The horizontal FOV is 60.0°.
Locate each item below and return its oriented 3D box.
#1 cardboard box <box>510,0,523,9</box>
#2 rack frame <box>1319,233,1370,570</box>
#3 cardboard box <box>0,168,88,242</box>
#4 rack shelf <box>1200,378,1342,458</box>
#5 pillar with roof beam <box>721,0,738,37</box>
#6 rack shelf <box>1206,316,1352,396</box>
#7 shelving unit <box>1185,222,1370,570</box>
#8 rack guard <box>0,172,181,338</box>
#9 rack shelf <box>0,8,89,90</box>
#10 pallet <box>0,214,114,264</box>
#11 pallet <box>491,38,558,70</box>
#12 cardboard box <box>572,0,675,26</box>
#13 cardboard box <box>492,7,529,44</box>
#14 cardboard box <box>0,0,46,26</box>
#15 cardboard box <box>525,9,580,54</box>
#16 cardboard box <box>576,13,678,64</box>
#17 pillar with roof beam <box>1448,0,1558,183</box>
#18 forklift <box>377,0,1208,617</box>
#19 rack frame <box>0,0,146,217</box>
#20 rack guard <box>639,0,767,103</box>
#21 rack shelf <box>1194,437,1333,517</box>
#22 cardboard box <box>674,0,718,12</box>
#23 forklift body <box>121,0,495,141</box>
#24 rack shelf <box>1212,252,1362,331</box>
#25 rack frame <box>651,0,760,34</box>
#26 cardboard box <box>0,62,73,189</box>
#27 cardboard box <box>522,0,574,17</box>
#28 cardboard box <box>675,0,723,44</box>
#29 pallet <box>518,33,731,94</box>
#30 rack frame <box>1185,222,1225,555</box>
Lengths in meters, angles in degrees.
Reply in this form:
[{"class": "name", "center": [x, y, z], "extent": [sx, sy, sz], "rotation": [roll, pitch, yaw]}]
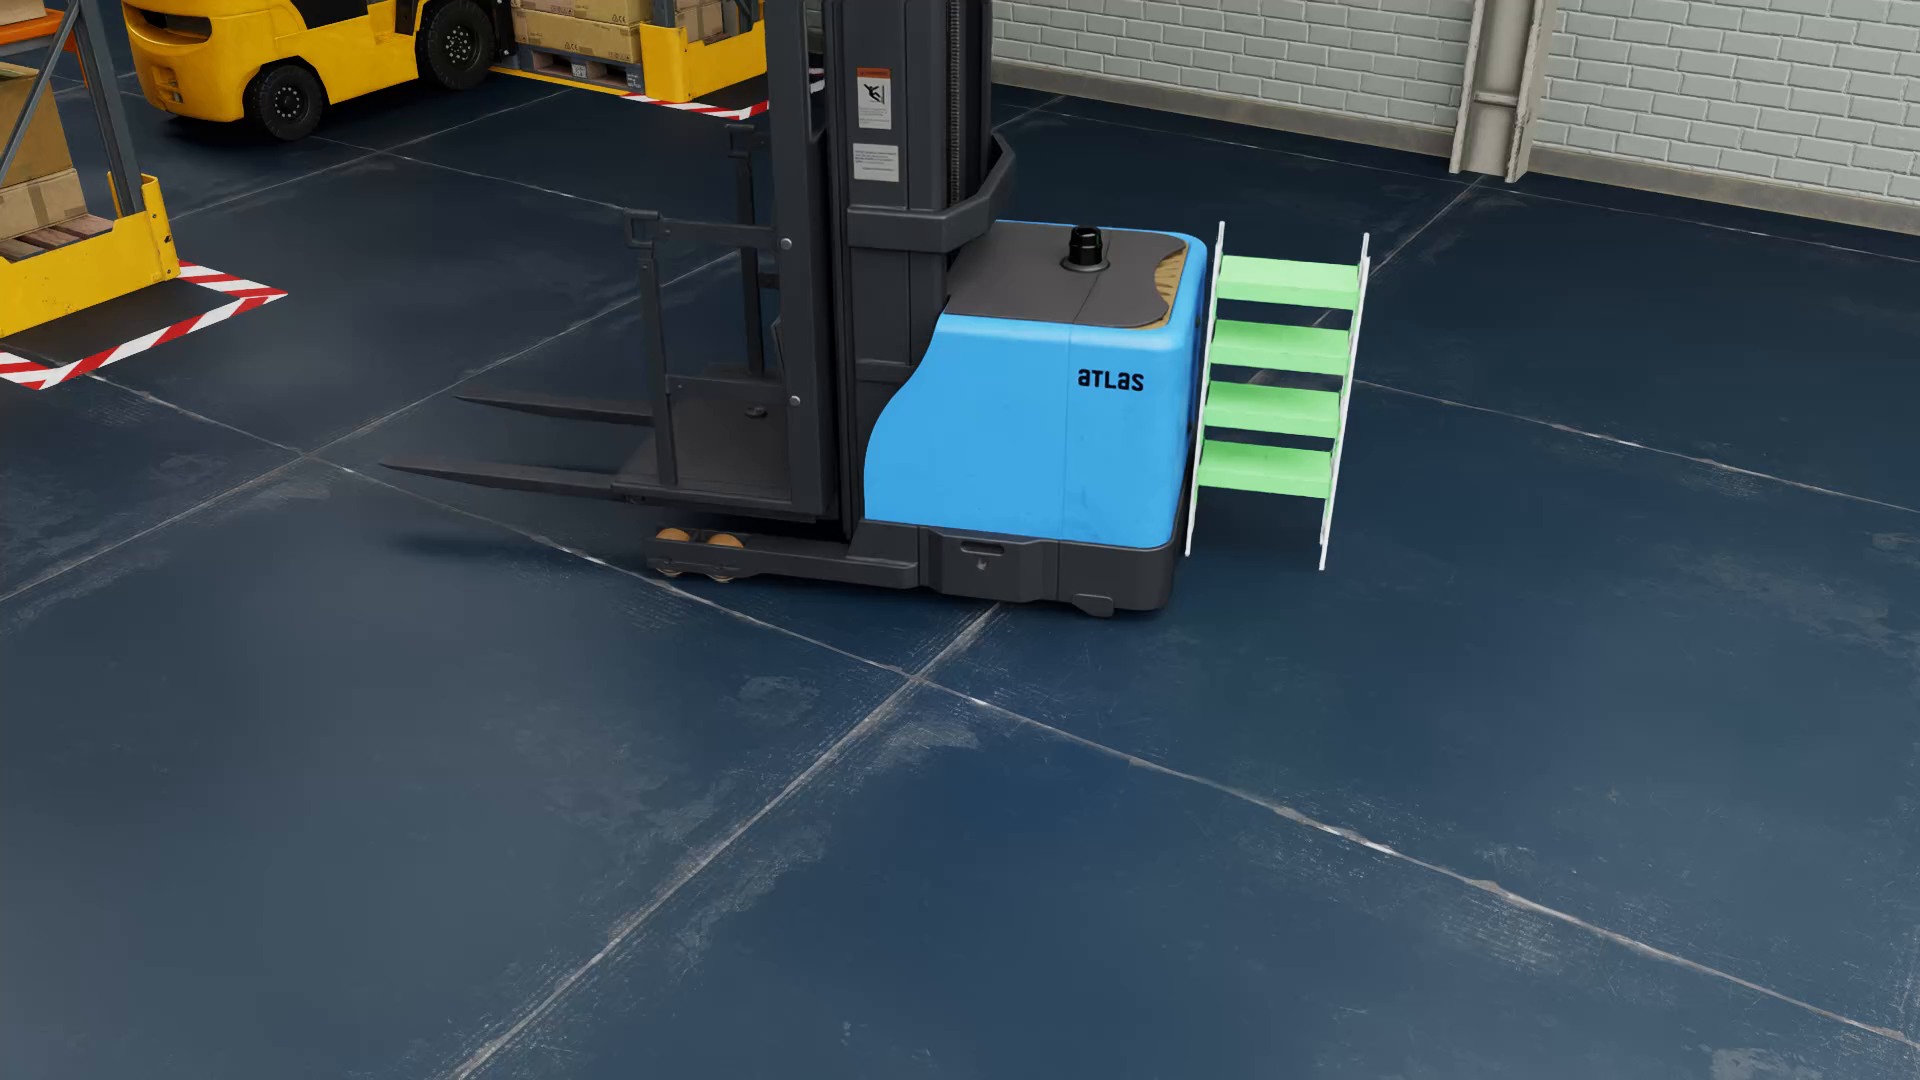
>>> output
[{"class": "cardboard box", "center": [-3.211, -4.048, 12.028], "extent": [0.500, 0.250, 0.500], "rotation": [17, 34, 26]}, {"class": "rack frame", "center": [1.351, -0.467, 5.859], "extent": [0.015, 1.200, 0.240], "rotation": [6, 31, 9]}, {"class": "cardboard box", "center": [-4.937, -1.782, 8.639], "extent": [0.500, 0.250, 0.500], "rotation": [17, 34, 27]}, {"class": "rack shelf", "center": [1.110, -0.439, 5.930], "extent": [0.480, 0.148, 0.258], "rotation": [6, 31, 9]}, {"class": "pillar with roof beam", "center": [-4.164, -5.899, 7.431], "extent": [0.400, 9.000, 9.100], "rotation": [18, 35, 27]}, {"class": "rack shelf", "center": [1.114, -0.646, 5.808], "extent": [0.480, 0.148, 0.258], "rotation": [6, 31, 9]}, {"class": "shelving unit", "center": [1.111, -0.494, 5.897], "extent": [0.503, 1.200, 0.258], "rotation": [6, 31, 9]}, {"class": "rack guard", "center": [-4.465, -1.395, 8.144], "extent": [0.348, 0.500, 1.175], "rotation": [18, 35, 27]}, {"class": "rack shelf", "center": [-6.095, -2.679, 8.579], "extent": [4.000, 0.370, 1.077], "rotation": [18, 35, 27]}, {"class": "pallet", "center": [-5.134, -1.503, 8.616], "extent": [1.213, 0.211, 1.003], "rotation": [18, 35, 27]}, {"class": "pallet", "center": [-3.464, -3.883, 12.697], "extent": [1.213, 0.211, 1.003], "rotation": [18, 35, 27]}, {"class": "cardboard box", "center": [-2.343, -3.780, 11.568], "extent": [0.500, 0.250, 0.500], "rotation": [17, 34, 27]}, {"class": "cardboard box", "center": [-3.166, -3.833, 12.156], "extent": [0.500, 0.250, 0.500], "rotation": [18, 35, 28]}, {"class": "cardboard box", "center": [-4.578, -2.525, 7.850], "extent": [0.250, 0.149, 0.380], "rotation": [18, 35, 28]}, {"class": "cardboard box", "center": [-2.747, -3.695, 11.920], "extent": [0.500, 0.250, 0.500], "rotation": [18, 35, 27]}, {"class": "cardboard box", "center": [-2.331, -3.558, 11.684], "extent": [0.500, 0.250, 0.500], "rotation": [18, 35, 28]}, {"class": "pillar with roof beam", "center": [0.918, -4.291, 4.675], "extent": [0.400, 9.000, 9.100], "rotation": [18, 35, 27]}, {"class": "forklift", "center": [-0.665, -1.371, 5.691], "extent": [3.031, 2.935, 1.130], "rotation": [6, 31, 10]}, {"class": "rack frame", "center": [-4.401, -2.454, 7.480], "extent": [0.127, 3.000, 1.000], "rotation": [18, 35, 27]}, {"class": "rack guard", "center": [-1.745, -3.487, 11.731], "extent": [0.348, 0.500, 1.175], "rotation": [18, 35, 27]}, {"class": "rack shelf", "center": [1.106, -0.232, 6.051], "extent": [0.480, 0.148, 0.258], "rotation": [6, 31, 9]}, {"class": "cardboard box", "center": [-2.053, -3.998, 11.942], "extent": [0.500, 0.250, 0.500], "rotation": [18, 35, 28]}, {"class": "forklift body", "center": [-4.341, -3.936, 10.863], "extent": [1.214, 2.155, 2.313], "rotation": [18, 35, 27]}, {"class": "rack shelf", "center": [1.118, -0.853, 5.687], "extent": [0.480, 0.148, 0.258], "rotation": [6, 31, 9]}, {"class": "rack frame", "center": [-1.765, -4.573, 11.113], "extent": [0.127, 3.000, 1.000], "rotation": [18, 35, 27]}, {"class": "cardboard box", "center": [-4.957, -2.112, 8.461], "extent": [0.500, 0.500, 0.500], "rotation": [16, 34, 26]}, {"class": "cardboard box", "center": [-2.763, -3.919, 11.807], "extent": [0.500, 0.250, 0.500], "rotation": [17, 34, 27]}, {"class": "cardboard box", "center": [-2.077, -3.782, 12.068], "extent": [0.500, 0.250, 0.500], "rotation": [18, 35, 28]}, {"class": "pallet", "center": [-2.435, -3.556, 12.136], "extent": [1.213, 0.211, 1.003], "rotation": [18, 35, 27]}, {"class": "rack frame", "center": [0.872, -0.521, 5.936], "extent": [0.015, 1.200, 0.240], "rotation": [6, 31, 9]}]
